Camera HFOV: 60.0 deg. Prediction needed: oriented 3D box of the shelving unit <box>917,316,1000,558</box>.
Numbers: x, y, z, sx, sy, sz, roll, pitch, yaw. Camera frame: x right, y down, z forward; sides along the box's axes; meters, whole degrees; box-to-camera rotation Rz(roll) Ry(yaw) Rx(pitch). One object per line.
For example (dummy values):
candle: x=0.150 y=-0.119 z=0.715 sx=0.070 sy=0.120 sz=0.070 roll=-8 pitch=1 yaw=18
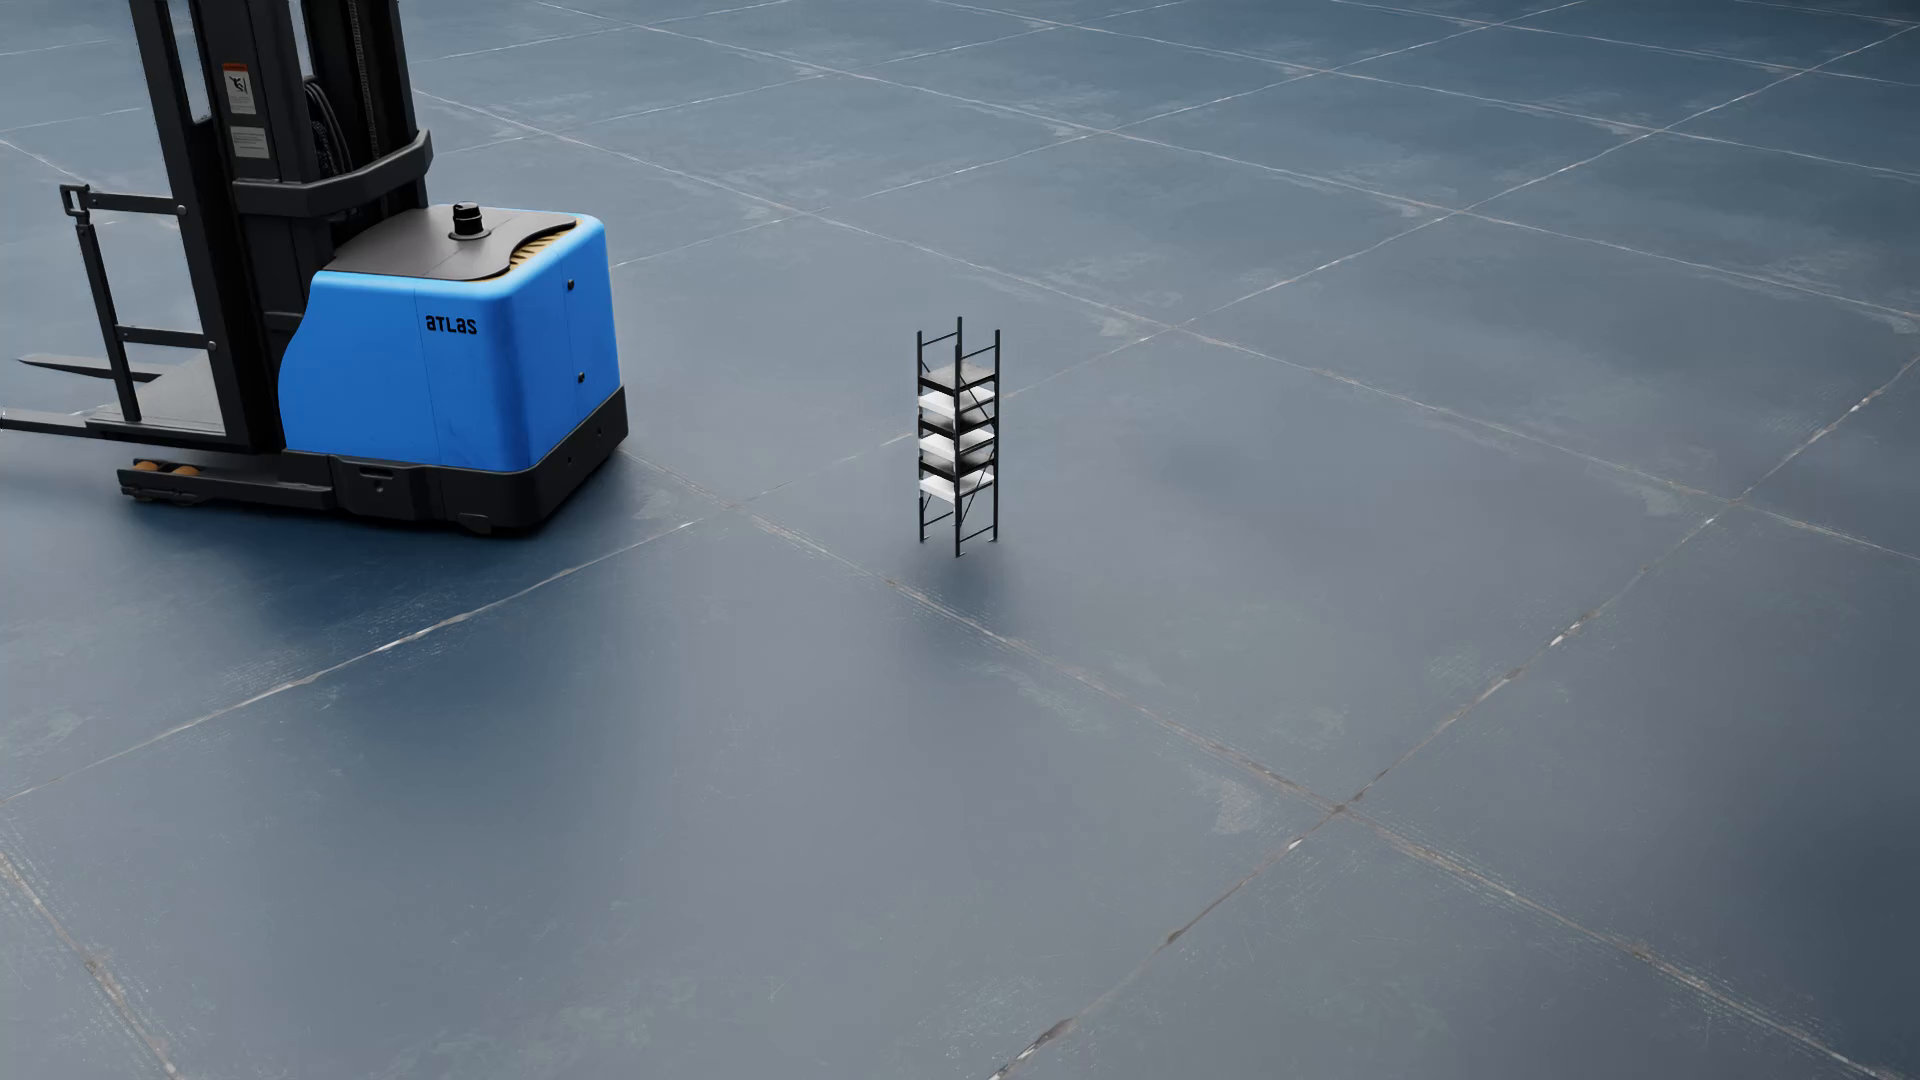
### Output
shelving unit: x=-0.006 y=-0.401 z=6.546 sx=0.210 sy=0.900 sz=0.258 roll=25 pitch=36 yaw=38

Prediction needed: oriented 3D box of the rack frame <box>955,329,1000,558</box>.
rack frame: x=0.067 y=-0.368 z=6.483 sx=0.006 sy=0.900 sz=0.240 roll=25 pitch=36 yaw=38

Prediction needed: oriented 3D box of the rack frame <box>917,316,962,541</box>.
rack frame: x=-0.078 y=-0.434 z=6.609 sx=0.006 sy=0.900 sz=0.240 roll=25 pitch=36 yaw=38

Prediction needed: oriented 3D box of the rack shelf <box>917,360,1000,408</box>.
rack shelf: x=-0.006 y=-0.610 z=6.435 sx=0.200 sy=0.077 sz=0.258 roll=25 pitch=36 yaw=38

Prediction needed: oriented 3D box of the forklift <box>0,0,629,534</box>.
forklift: x=-3.069 y=-1.671 z=6.779 sx=3.031 sy=2.935 sz=1.130 roll=6 pitch=28 yaw=12

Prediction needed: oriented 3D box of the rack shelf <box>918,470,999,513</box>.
rack shelf: x=-0.006 y=-0.212 z=6.645 sx=0.200 sy=0.077 sz=0.258 roll=25 pitch=36 yaw=38

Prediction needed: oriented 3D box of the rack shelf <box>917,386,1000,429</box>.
rack shelf: x=-0.006 y=-0.531 z=6.477 sx=0.200 sy=0.077 sz=0.258 roll=25 pitch=36 yaw=38

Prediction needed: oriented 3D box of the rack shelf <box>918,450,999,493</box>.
rack shelf: x=-0.006 y=-0.292 z=6.603 sx=0.200 sy=0.077 sz=0.258 roll=25 pitch=36 yaw=38

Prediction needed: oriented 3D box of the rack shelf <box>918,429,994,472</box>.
rack shelf: x=-0.006 y=-0.371 z=6.561 sx=0.200 sy=0.077 sz=0.258 roll=25 pitch=36 yaw=38

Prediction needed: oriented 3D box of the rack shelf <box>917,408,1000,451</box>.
rack shelf: x=-0.006 y=-0.451 z=6.519 sx=0.200 sy=0.077 sz=0.258 roll=25 pitch=36 yaw=38
